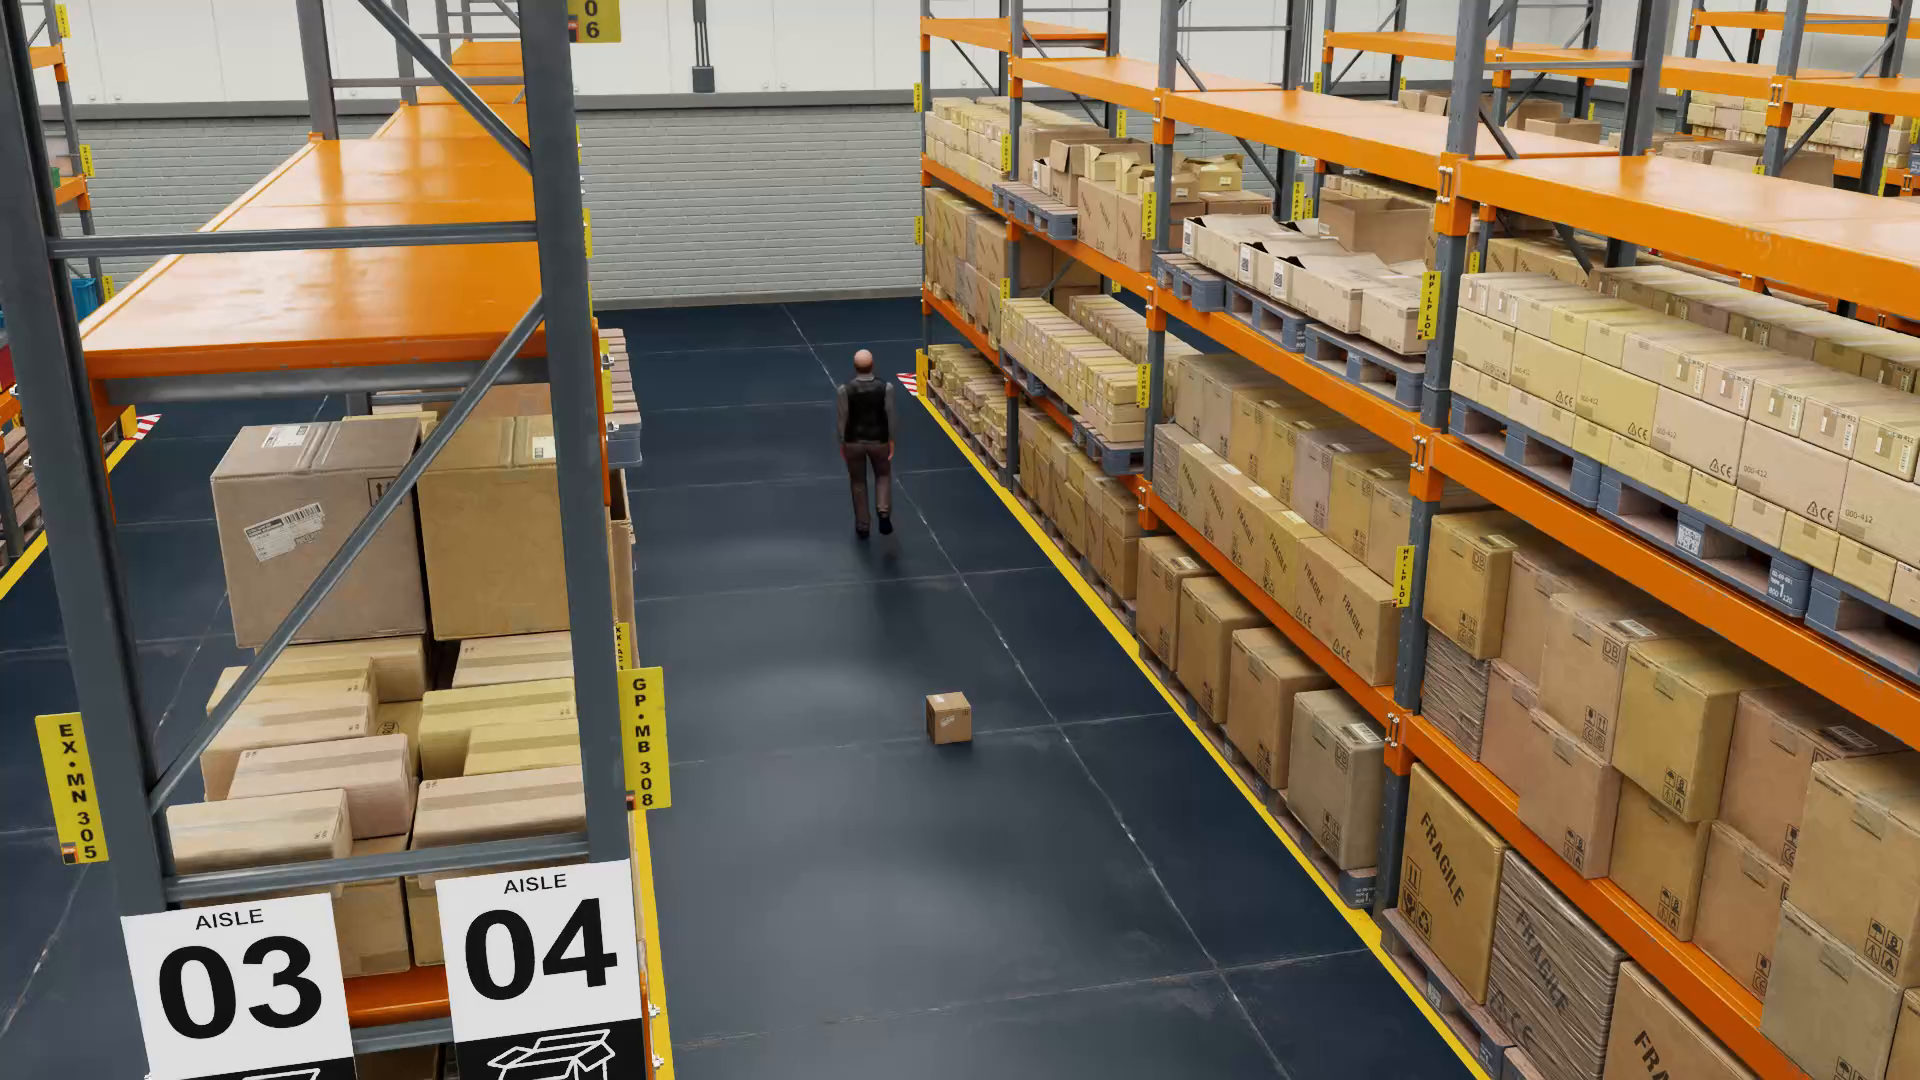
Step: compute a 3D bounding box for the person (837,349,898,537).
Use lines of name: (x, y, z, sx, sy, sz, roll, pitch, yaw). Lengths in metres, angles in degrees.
person: (-0.821, -0.854, 14.771, 0.536, 1.711, 0.502, -3, 20, -8)
